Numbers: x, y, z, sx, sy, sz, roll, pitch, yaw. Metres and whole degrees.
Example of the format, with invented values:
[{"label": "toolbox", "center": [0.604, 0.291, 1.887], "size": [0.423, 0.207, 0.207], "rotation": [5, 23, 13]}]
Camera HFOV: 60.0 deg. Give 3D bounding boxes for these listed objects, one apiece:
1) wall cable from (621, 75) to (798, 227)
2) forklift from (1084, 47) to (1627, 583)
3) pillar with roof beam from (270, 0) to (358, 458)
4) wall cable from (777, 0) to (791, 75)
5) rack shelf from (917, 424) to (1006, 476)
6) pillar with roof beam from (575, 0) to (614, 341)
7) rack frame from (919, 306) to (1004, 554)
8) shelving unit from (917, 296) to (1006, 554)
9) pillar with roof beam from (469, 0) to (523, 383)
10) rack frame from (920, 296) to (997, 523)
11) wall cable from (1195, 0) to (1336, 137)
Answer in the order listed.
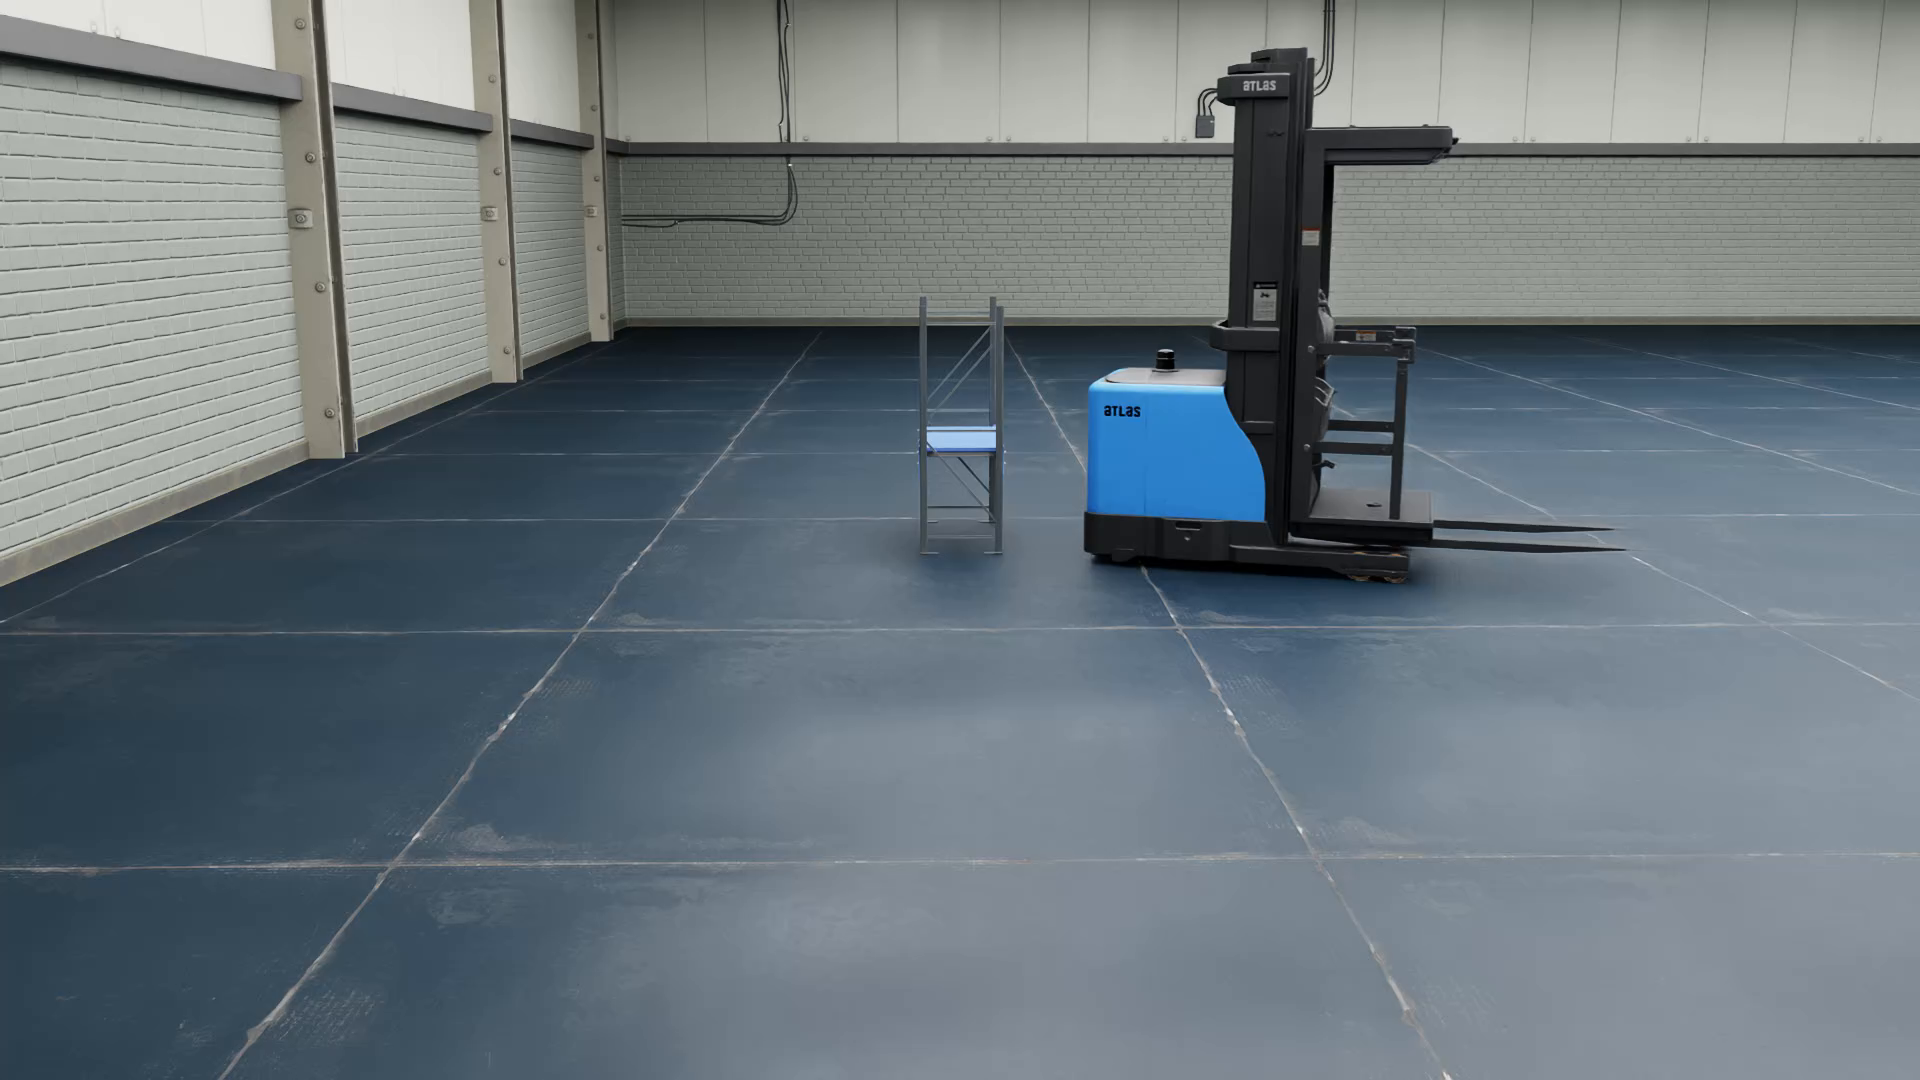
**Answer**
[{"label": "wall cable", "center": [-4.319, -6.588, 28.210], "size": [3.097, 2.526, 0.112], "rotation": [0, 11, -1]}, {"label": "forklift", "center": [2.312, -1.311, 9.648], "size": [3.031, 2.935, 1.130], "rotation": [3, 12, 15]}, {"label": "pillar with roof beam", "center": [-1.028, -5.151, 13.317], "size": [9.100, 9.000, 0.400], "rotation": [0, 11, -1]}, {"label": "wall cable", "center": [-1.614, -9.074, 27.763], "size": [3.097, 2.526, 0.112], "rotation": [0, 11, -1]}, {"label": "rack shelf", "center": [-0.002, -0.576, 10.529], "size": [0.538, 0.185, 1.000], "rotation": [0, 11, -1]}, {"label": "pillar with roof beam", "center": [-1.276, -7.537, 25.075], "size": [9.100, 9.000, 0.400], "rotation": [0, 11, -1]}, {"label": "rack frame", "center": [0.009, -0.651, 9.995], "size": [0.500, 1.500, 0.032], "rotation": [0, 11, -1]}, {"label": "shelving unit", "center": [-0.002, -0.752, 10.494], "size": [0.538, 1.500, 1.048], "rotation": [0, 11, -1]}, {"label": "pillar with roof beam", "center": [-1.152, -6.344, 19.196], "size": [9.100, 9.000, 0.400], "rotation": [0, 11, -1]}, {"label": "rack frame", "center": [-0.012, -0.853, 10.992], "size": [0.500, 1.500, 0.032], "rotation": [0, 11, -1]}, {"label": "wall cable", "center": [5.173, -9.813, 27.740], "size": [2.305, 6.003, 0.169], "rotation": [0, 11, -1]}]
